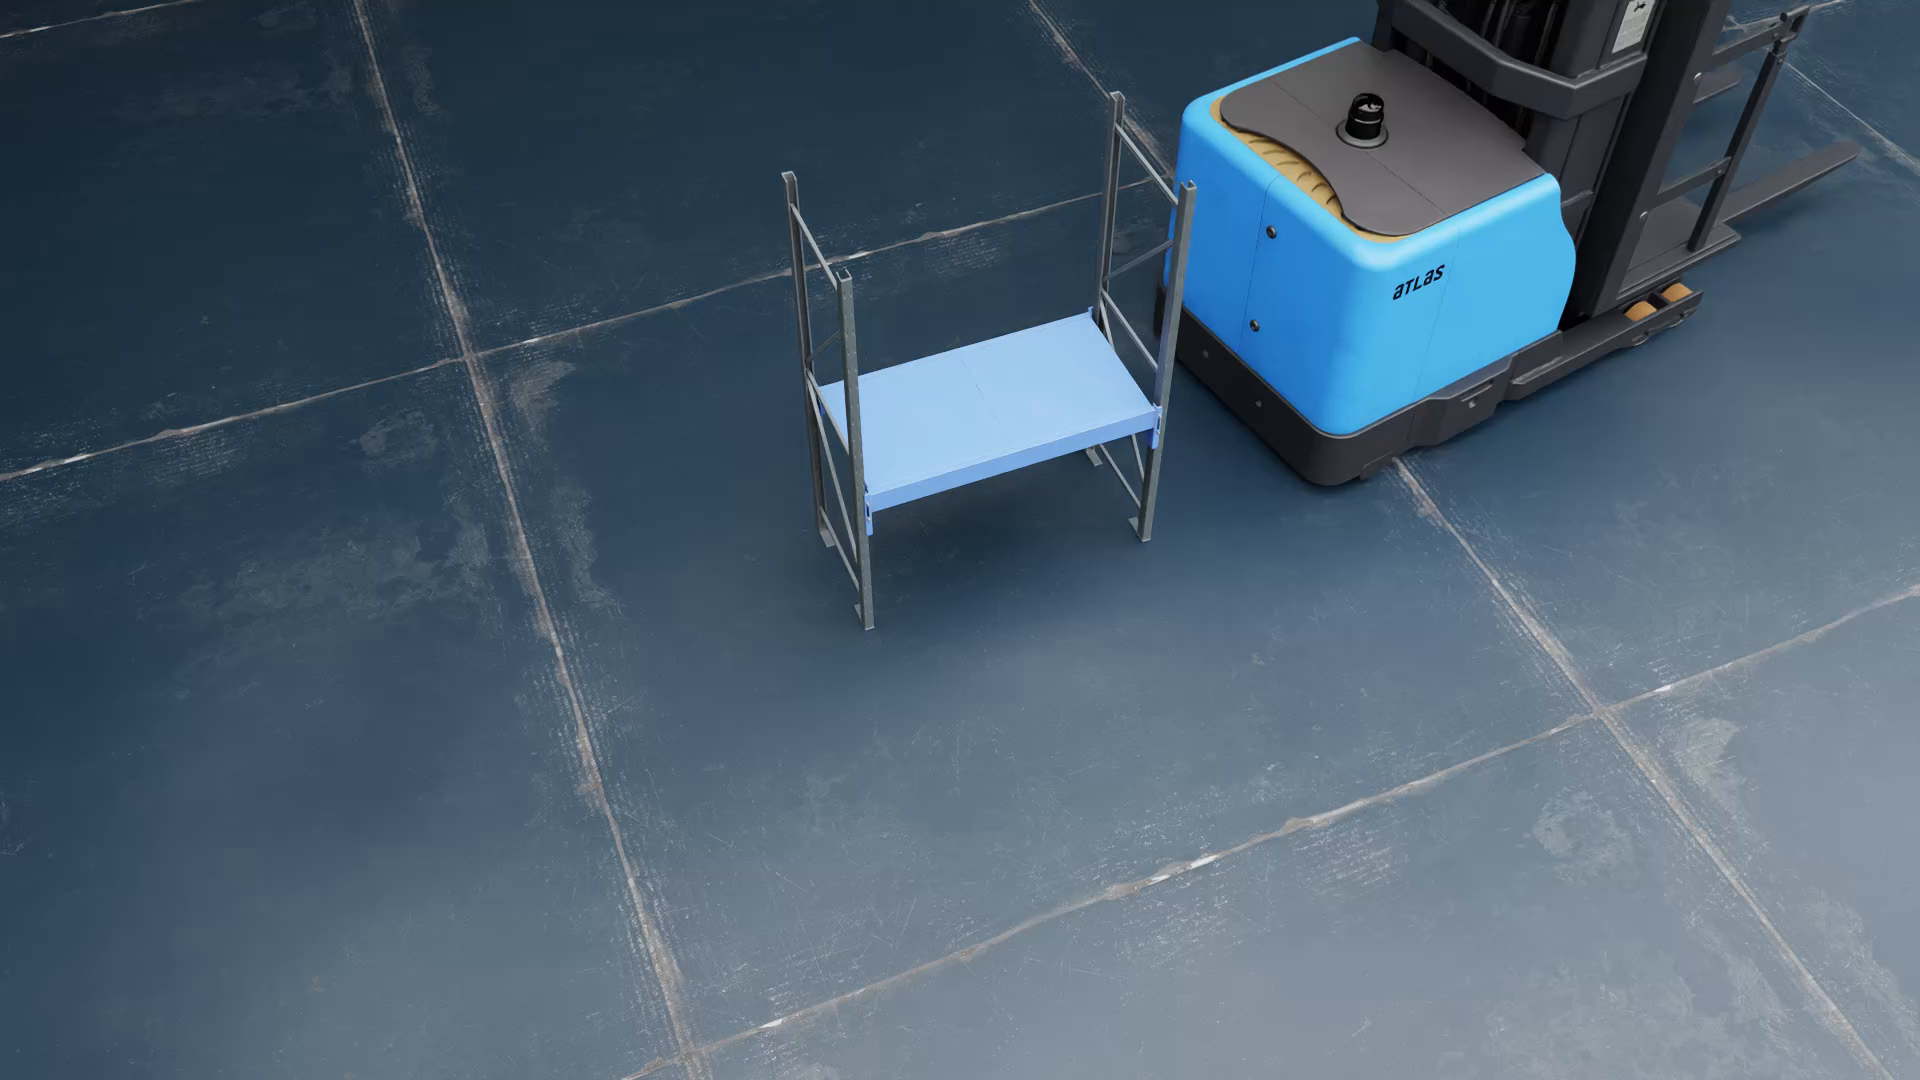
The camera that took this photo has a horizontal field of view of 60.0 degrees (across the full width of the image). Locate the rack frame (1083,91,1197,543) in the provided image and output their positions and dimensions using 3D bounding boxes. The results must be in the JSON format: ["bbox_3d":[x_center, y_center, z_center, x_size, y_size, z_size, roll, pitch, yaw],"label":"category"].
[{"bbox_3d":[0.550,-0.659,5.327,0.032,1.500,0.500,-17,52,-14],"label":"rack frame"}]

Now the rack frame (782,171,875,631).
[{"bbox_3d":[-0.392,-0.367,5.077,0.032,1.500,0.500,-17,52,-14],"label":"rack frame"}]

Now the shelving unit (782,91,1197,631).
[{"bbox_3d":[0.079,-0.513,5.202,1.048,1.500,0.538,-17,52,-14],"label":"shelving unit"}]

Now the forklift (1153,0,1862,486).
[{"bbox_3d":[2.255,-2.018,5.551,3.031,2.935,1.130,-26,54,-20],"label":"forklift"}]

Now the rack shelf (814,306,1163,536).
[{"bbox_3d":[0.079,-0.396,5.338,1.000,0.185,0.538,-17,52,-14],"label":"rack shelf"}]
